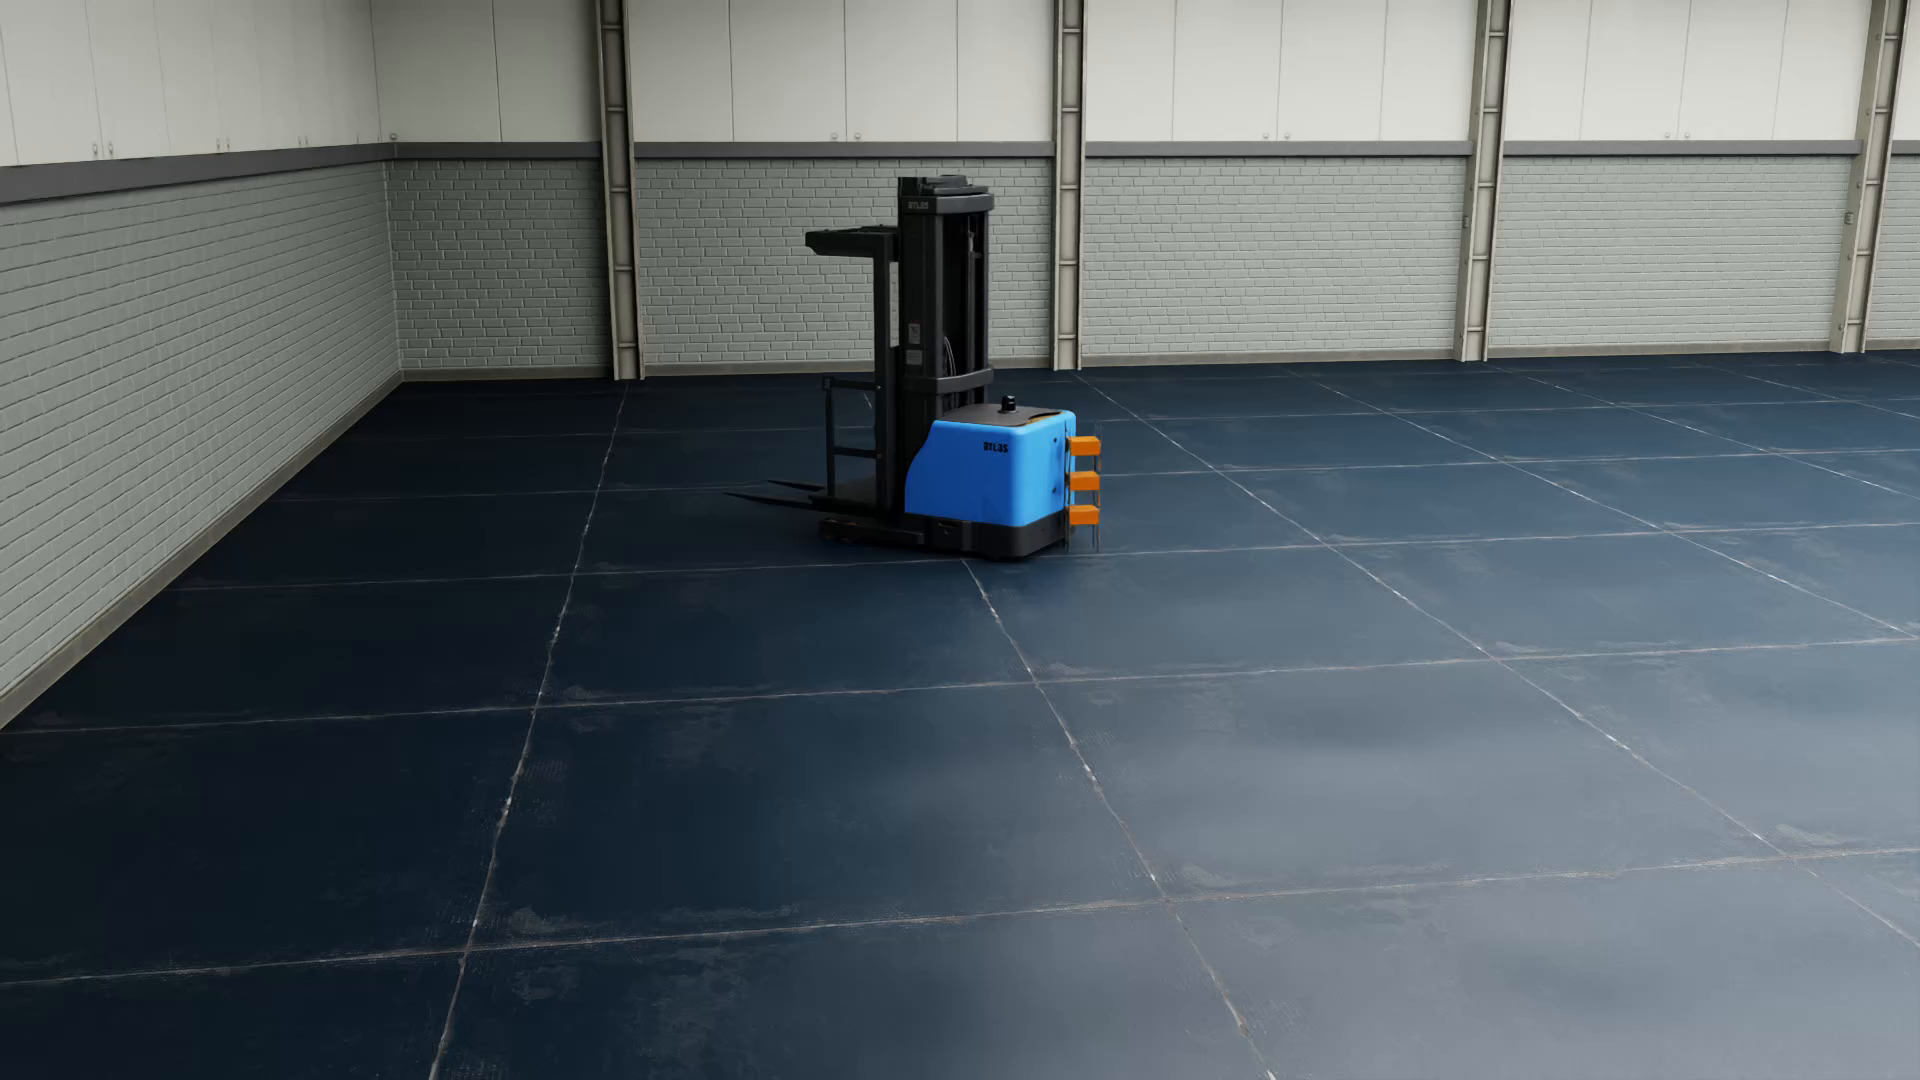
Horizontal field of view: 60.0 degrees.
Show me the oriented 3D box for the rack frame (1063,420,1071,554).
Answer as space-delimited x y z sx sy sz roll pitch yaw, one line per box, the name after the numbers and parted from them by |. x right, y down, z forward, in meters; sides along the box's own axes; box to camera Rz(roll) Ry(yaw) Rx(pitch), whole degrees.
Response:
0.852 -0.422 13.244 0.008 1.050 0.200 -2 14 -8 | rack frame

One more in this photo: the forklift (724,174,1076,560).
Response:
-0.581 -1.505 13.699 3.031 2.935 1.130 8 16 29 | forklift

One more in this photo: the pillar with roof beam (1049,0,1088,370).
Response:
2.116 -5.732 18.080 0.400 9.000 9.100 -2 14 -8 | pillar with roof beam

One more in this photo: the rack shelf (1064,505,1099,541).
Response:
0.973 -0.147 13.332 0.240 0.259 0.215 -2 14 -8 | rack shelf

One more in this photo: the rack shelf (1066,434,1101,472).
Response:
0.973 -0.691 13.194 0.240 0.259 0.215 -2 14 -8 | rack shelf

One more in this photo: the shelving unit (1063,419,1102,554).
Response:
0.973 -0.426 13.261 0.252 1.050 0.215 -2 14 -8 | shelving unit

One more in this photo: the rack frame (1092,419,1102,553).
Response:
1.094 -0.431 13.279 0.008 1.050 0.200 -2 14 -8 | rack frame

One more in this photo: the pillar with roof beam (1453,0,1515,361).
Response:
8.049 -5.950 18.947 0.400 9.000 9.100 -2 14 -8 | pillar with roof beam

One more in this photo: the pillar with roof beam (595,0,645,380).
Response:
-3.817 -5.515 17.213 0.400 9.000 9.100 -2 14 -8 | pillar with roof beam

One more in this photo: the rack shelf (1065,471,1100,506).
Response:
0.973 -0.416 13.264 0.240 0.259 0.215 -2 14 -8 | rack shelf

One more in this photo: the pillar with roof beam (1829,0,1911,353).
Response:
13.982 -6.167 19.814 0.400 9.000 9.100 -2 14 -8 | pillar with roof beam
